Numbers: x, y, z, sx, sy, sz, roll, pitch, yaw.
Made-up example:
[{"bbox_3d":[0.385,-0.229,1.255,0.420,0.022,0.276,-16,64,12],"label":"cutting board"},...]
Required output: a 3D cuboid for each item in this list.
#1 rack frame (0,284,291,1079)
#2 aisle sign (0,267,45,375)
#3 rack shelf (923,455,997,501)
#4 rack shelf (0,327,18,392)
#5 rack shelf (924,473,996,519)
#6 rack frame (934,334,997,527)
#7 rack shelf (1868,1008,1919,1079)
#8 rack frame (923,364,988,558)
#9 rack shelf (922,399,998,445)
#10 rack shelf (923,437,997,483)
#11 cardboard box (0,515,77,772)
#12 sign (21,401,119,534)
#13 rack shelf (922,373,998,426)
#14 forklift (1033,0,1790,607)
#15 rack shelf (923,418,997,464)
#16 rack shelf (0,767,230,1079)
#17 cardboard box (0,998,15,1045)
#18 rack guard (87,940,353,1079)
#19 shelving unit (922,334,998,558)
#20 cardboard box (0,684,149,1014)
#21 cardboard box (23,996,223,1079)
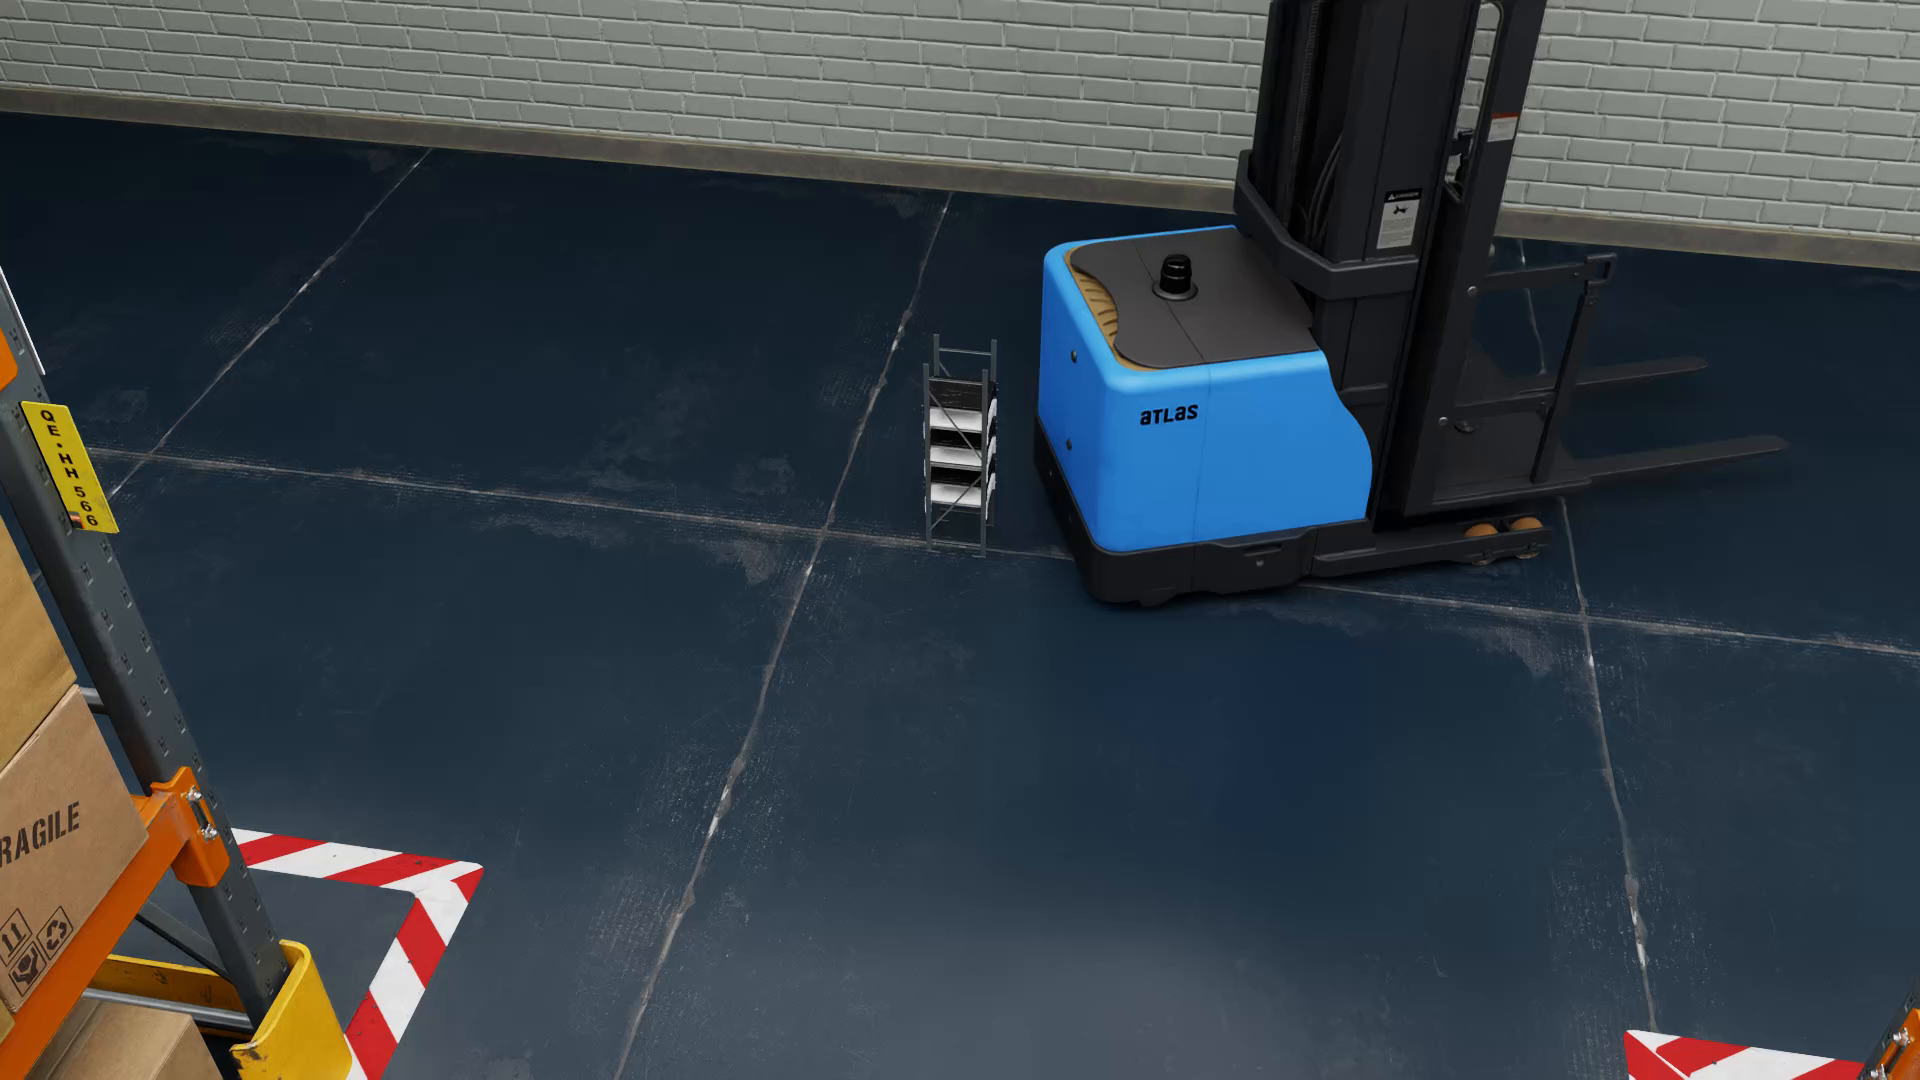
[{"bbox_3d":[-2.368,0.349,3.974,1.000,3.000,0.127,6,40,8],"label":"rack frame"},{"bbox_3d":[-2.055,-0.662,3.156,0.394,0.787,0.004,6,40,8],"label":"aisle sign"},{"bbox_3d":[0.001,-0.257,6.548,0.258,0.077,0.200,6,40,8],"label":"rack shelf"},{"bbox_3d":[-2.714,0.725,1.729,1.077,0.370,4.000,6,40,8],"label":"rack shelf"},{"bbox_3d":[0.001,-0.187,6.605,0.258,0.077,0.200,6,40,8],"label":"rack shelf"},{"bbox_3d":[0.019,-0.416,6.547,0.240,0.900,0.006,6,40,8],"label":"rack frame"},{"bbox_3d":[2.164,2.430,2.021,1.077,0.370,4.000,6,40,8],"label":"rack shelf"},{"bbox_3d":[-0.016,-0.288,6.392,0.240,0.900,0.006,6,40,8],"label":"rack frame"},{"bbox_3d":[0.001,-0.465,6.376,0.258,0.077,0.200,6,40,8],"label":"rack shelf"},{"bbox_3d":[0.001,-0.326,6.491,0.258,0.077,0.200,6,40,8],"label":"rack shelf"},{"bbox_3d":[-2.175,0.235,3.249,0.500,0.500,0.500,6,40,7],"label":"cardboard box"},{"bbox_3d":[-1.825,-0.145,3.415,0.100,0.325,0.005,6,40,8],"label":"sign"},{"bbox_3d":[0.001,-0.534,6.319,0.258,0.077,0.200,6,40,8],"label":"rack shelf"},{"bbox_3d":[1.882,-1.352,6.084,3.031,2.935,1.130,-8,40,-9],"label":"forklift"},{"bbox_3d":[0.001,-0.396,6.433,0.258,0.077,0.200,6,40,8],"label":"rack shelf"},{"bbox_3d":[-2.714,1.881,2.685,1.077,0.370,4.000,6,40,8],"label":"rack shelf"},{"bbox_3d":[-2.264,0.948,3.171,0.500,0.500,0.500,7,40,8],"label":"cardboard box"},{"bbox_3d":[-2.382,1.360,4.713,1.175,0.500,0.348,6,40,8],"label":"rack guard"},{"bbox_3d":[0.001,-0.352,6.469,0.258,0.900,0.210,6,40,8],"label":"shelving unit"},{"bbox_3d":[-2.178,0.622,3.566,0.500,0.500,0.500,8,40,9],"label":"cardboard box"},{"bbox_3d":[-2.220,1.511,4.184,0.500,0.500,0.500,6,40,8],"label":"cardboard box"}]
